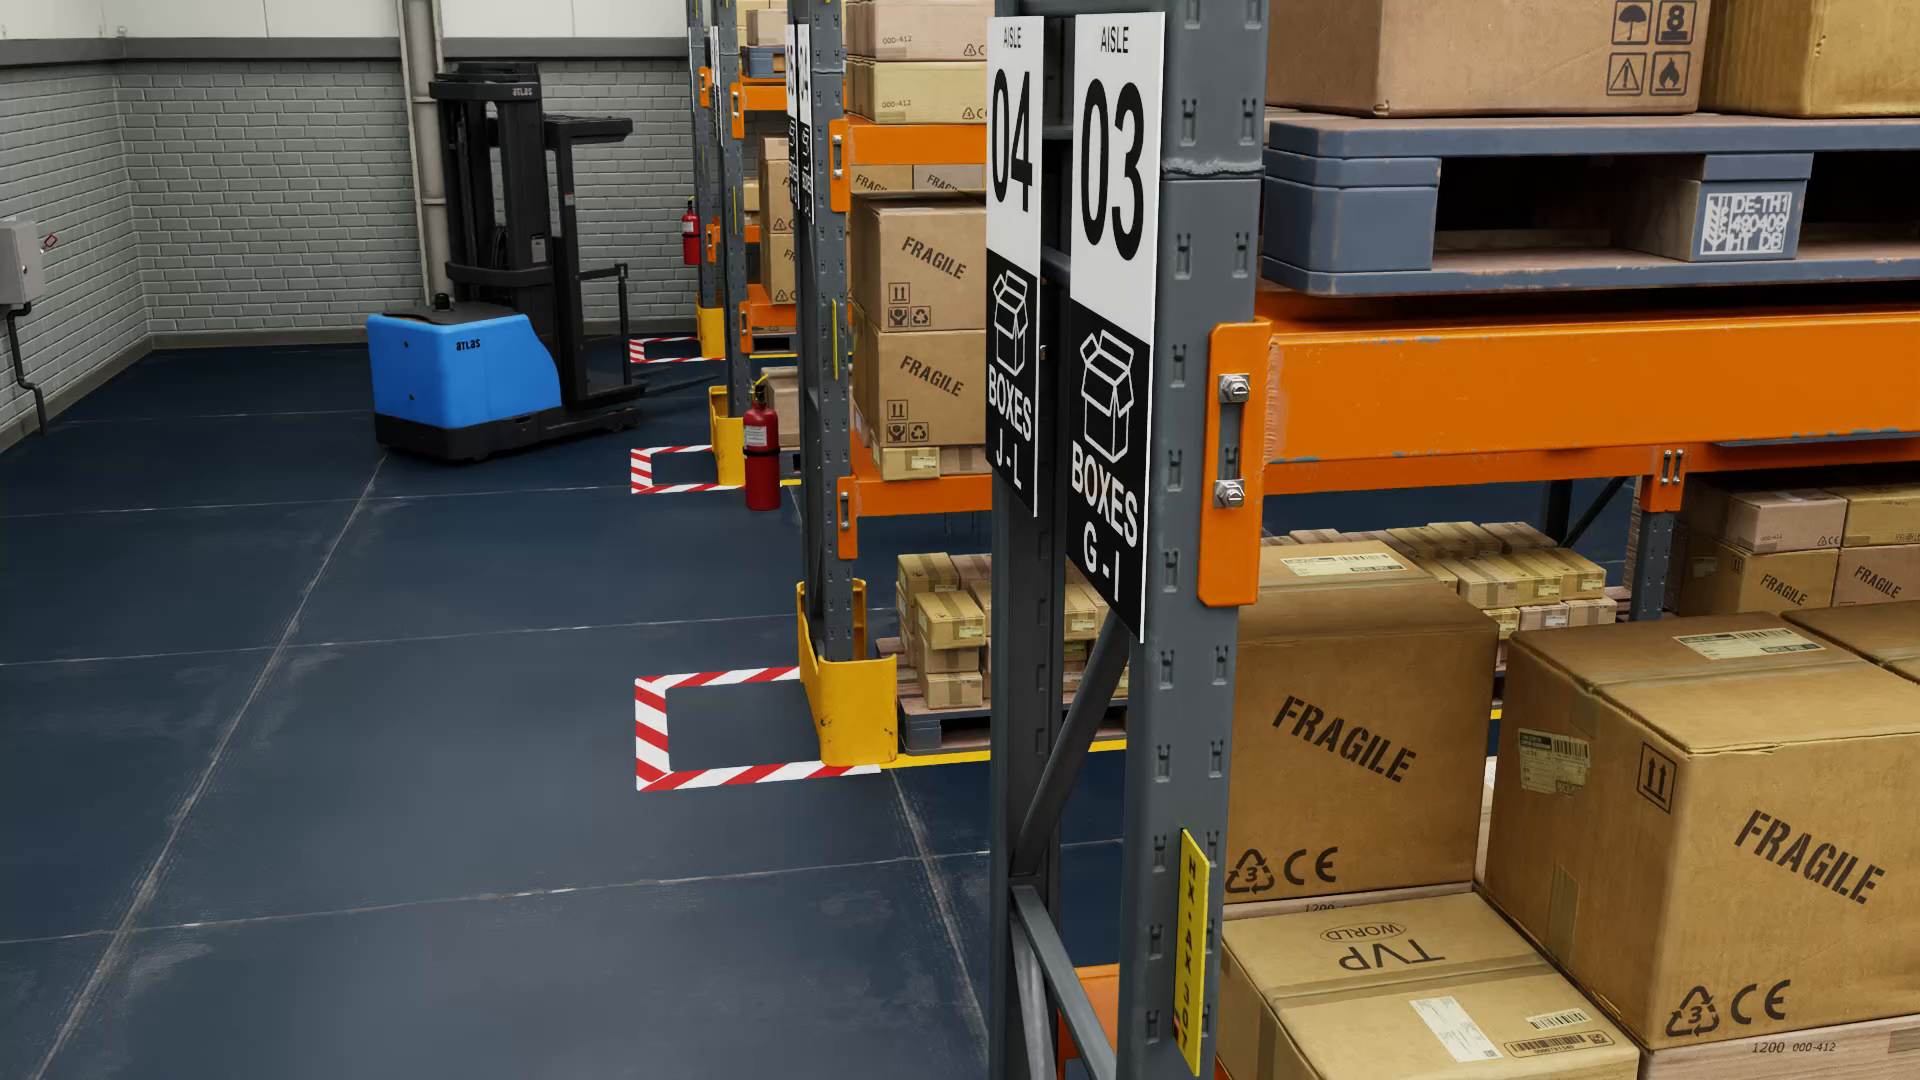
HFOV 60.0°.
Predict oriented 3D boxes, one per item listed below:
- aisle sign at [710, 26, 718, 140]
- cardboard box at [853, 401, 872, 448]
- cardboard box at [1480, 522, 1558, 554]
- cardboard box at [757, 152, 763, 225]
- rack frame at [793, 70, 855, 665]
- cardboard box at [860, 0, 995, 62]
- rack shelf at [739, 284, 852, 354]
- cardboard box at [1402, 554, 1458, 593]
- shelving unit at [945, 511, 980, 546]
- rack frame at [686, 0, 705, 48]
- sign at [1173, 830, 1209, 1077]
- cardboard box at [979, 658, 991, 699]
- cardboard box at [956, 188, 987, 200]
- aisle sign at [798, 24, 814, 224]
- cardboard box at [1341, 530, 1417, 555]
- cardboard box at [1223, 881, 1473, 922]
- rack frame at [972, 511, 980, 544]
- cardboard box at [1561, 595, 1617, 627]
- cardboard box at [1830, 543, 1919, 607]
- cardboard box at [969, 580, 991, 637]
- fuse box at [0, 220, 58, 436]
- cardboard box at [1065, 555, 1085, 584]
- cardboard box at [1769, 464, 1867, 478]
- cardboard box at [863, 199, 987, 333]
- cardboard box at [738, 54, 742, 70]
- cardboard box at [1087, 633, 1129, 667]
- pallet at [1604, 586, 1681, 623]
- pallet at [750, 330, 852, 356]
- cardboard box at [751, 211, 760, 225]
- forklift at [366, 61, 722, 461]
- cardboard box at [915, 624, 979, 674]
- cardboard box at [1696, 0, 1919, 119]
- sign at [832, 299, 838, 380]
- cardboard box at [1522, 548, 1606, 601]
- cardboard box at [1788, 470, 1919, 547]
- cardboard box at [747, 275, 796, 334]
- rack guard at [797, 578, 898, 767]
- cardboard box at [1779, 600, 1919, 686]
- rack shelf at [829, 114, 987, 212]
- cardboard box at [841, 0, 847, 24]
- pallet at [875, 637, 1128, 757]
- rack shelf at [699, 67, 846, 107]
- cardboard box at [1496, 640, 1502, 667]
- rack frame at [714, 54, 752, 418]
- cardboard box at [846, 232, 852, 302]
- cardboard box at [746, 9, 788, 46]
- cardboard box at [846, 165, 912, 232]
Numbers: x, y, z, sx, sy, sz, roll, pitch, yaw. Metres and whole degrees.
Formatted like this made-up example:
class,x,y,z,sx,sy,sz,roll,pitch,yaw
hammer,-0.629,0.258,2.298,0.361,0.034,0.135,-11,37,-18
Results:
class,x,y,z,sx,sy,sz,roll,pitch,yaw
aisle sign,-1.795,-3.331,12.121,0.004,0.787,0.394,-3,17,-10
cardboard box,-0.361,-0.561,7.958,0.250,0.149,0.380,-3,17,-10
cardboard box,2.922,0.033,8.724,0.250,0.149,0.380,-3,17,-8
cardboard box,-1.238,-2.624,12.374,0.500,0.500,0.500,-3,17,-9
rack frame,-0.627,-0.582,7.597,0.127,3.000,1.000,-3,17,-10
cardboard box,-0.137,-2.133,6.942,0.500,0.250,0.500,-3,17,-10
rack shelf,0.298,-1.771,12.693,4.000,0.370,1.077,-3,17,-10
cardboard box,2.244,0.202,8.174,0.250,0.149,0.380,-3,17,-9
shelving unit,0.014,-0.574,10.638,0.189,1.200,0.258,-3,17,-10
rack frame,-2.611,-6.301,16.002,0.127,3.000,1.000,-3,17,-10
sign,0.314,0.562,2.262,0.005,0.325,0.100,-3,17,-10
cardboard box,0.189,0.605,7.873,0.250,0.149,0.380,-3,17,-11
cardboard box,0.272,-1.375,7.800,0.500,0.500,0.500,-4,17,-12
aisle sign,-0.642,-1.734,6.920,0.004,0.787,0.394,-3,17,-10
cardboard box,2.150,0.080,8.569,0.250,0.149,0.380,-4,17,-12
cardboard box,0.640,0.680,3.238,0.500,0.250,0.500,-4,17,-11
rack frame,0.104,-0.579,10.655,0.006,1.200,0.240,-3,17,-10
cardboard box,3.051,0.325,8.280,0.250,0.149,0.380,-3,17,-9
cardboard box,4.595,0.195,8.610,0.500,0.500,0.500,-2,17,-8
cardboard box,0.199,0.315,7.805,0.250,0.149,0.380,-3,17,-9
fuse box,-7.453,-1.680,13.367,0.414,1.711,0.539,-3,17,-10
cardboard box,0.598,0.149,8.345,0.250,0.149,0.380,-4,18,-13
cardboard box,4.490,-0.308,8.970,0.500,0.250,0.500,-2,17,-8
cardboard box,-0.136,-1.198,7.224,0.500,0.500,0.500,-3,17,-11
cardboard box,-2.254,-4.698,16.318,0.250,0.149,0.380,-3,17,-9
cardboard box,0.711,0.462,7.833,0.250,0.149,0.380,-3,17,-9
pallet,4.064,0.485,8.874,1.213,0.211,1.003,-3,17,-10
pallet,-1.754,-2.149,17.451,1.213,0.211,1.003,-3,17,-10
cardboard box,-1.995,-3.280,16.811,0.250,0.149,0.380,-3,17,-9
forklift,-3.305,-2.371,13.539,1.130,2.935,3.031,13,21,35
cardboard box,-0.064,0.483,7.764,0.250,0.149,0.380,-3,17,-8
cardboard box,1.290,-0.917,2.525,0.500,0.500,0.700,-4,17,-12
sign,-0.524,-0.839,6.960,0.005,0.325,0.100,-3,17,-10
cardboard box,3.000,0.168,8.283,0.250,0.149,0.380,-3,17,-9
cardboard box,4.598,-0.164,8.502,0.500,0.250,0.500,-3,17,-9
cardboard box,-1.992,-2.448,17.209,0.637,0.503,0.797,-4,18,-13
rack guard,-0.553,0.609,7.977,0.348,0.500,1.175,-3,17,-10
cardboard box,1.735,0.417,2.815,0.500,0.500,0.500,-4,17,-12
rack shelf,1.336,-1.783,7.625,4.000,0.370,1.077,-3,17,-10
cardboard box,-1.134,-5.184,16.370,0.500,0.250,0.500,-4,17,-11
pallet,0.252,0.712,8.134,1.213,0.211,1.003,-3,17,-10
rack shelf,-0.647,-4.635,16.910,4.000,0.370,1.077,-3,17,-10
cardboard box,2.461,0.501,8.211,0.250,0.149,0.380,-4,17,-12
rack frame,-1.666,-2.003,12.224,0.127,3.000,1.000,-3,17,-10
cardboard box,-0.649,-2.031,12.145,0.500,0.500,0.500,-3,17,-11
cardboard box,-1.241,-3.665,11.896,0.500,0.250,0.500,-5,18,-16
cardboard box,-0.634,-2.504,11.983,0.500,0.500,0.500,-4,17,-12
